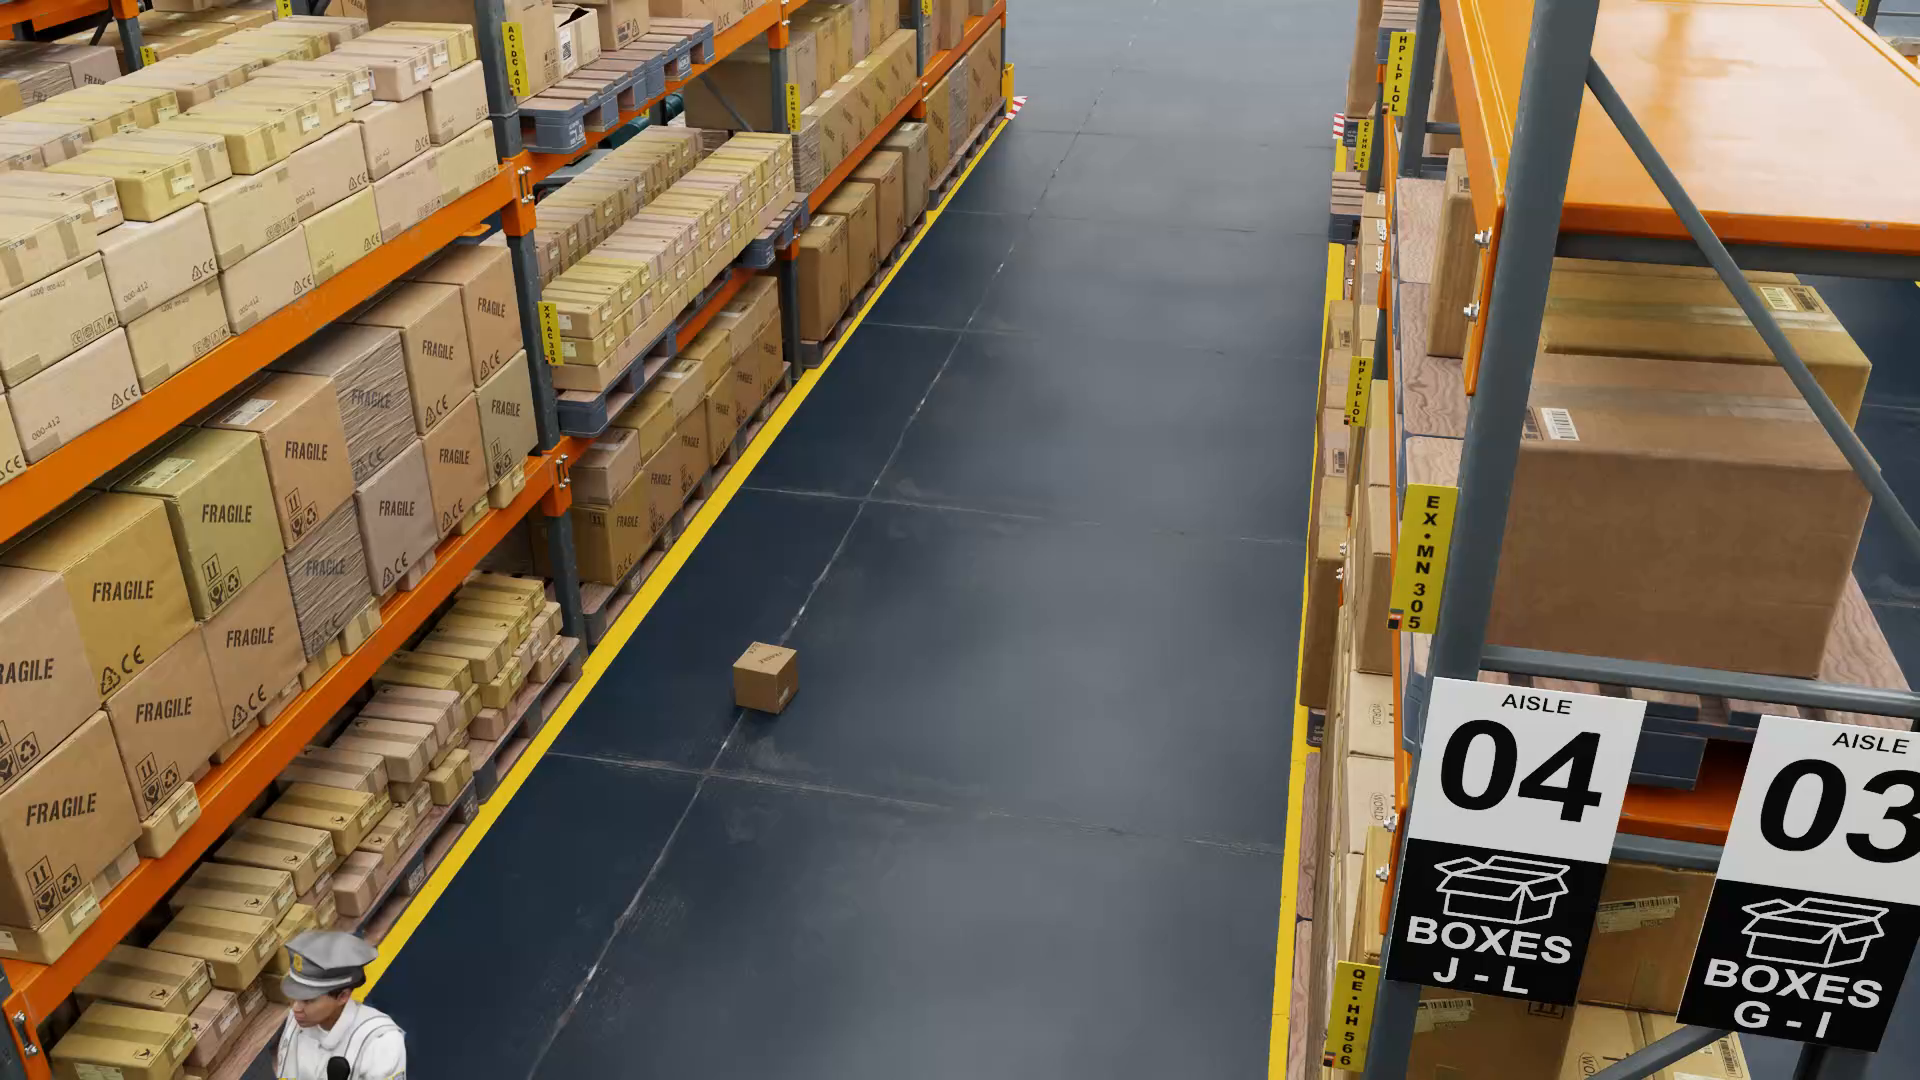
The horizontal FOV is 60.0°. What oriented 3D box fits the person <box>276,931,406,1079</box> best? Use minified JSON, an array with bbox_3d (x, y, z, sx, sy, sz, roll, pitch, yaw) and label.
[{"bbox_3d":[-1.863,1.900,5.136,0.483,1.634,0.996,11,31,18],"label":"person"}]
